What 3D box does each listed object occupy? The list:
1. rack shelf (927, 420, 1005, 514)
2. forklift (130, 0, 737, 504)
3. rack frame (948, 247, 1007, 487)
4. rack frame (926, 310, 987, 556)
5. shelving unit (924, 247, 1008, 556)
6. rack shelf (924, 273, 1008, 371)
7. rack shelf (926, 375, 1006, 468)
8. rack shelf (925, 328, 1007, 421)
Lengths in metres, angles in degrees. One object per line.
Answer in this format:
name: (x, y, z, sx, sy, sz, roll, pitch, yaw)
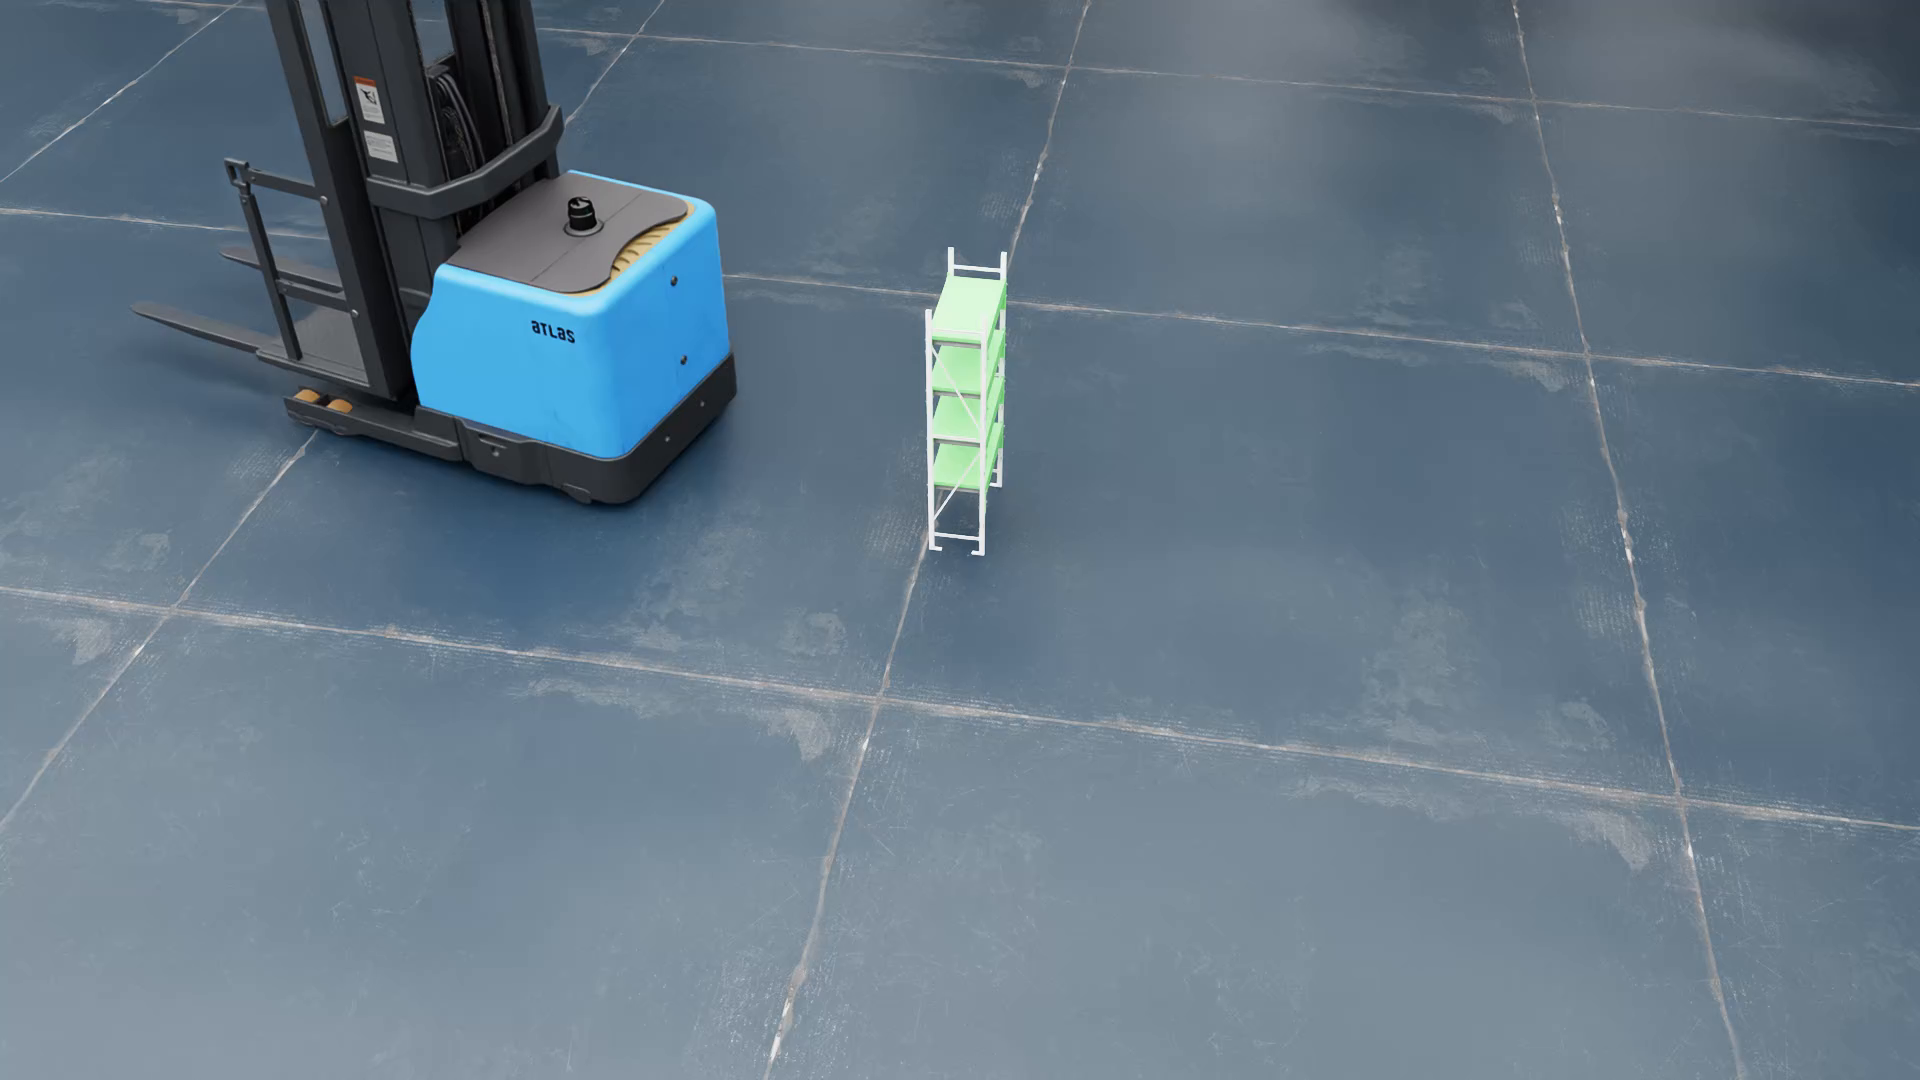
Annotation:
rack shelf: (0.029, -0.332, 7.187, 0.258, 0.148, 0.480, 6, 40, 8)
forklift: (-2.632, -1.913, 7.264, 3.031, 2.935, 1.130, 16, 42, 19)
rack frame: (0.071, -0.719, 7.179, 0.240, 1.200, 0.015, 6, 40, 8)
rack frame: (-0.014, -0.413, 6.808, 0.240, 1.200, 0.015, 6, 40, 8)
shelving unit: (0.029, -0.566, 6.993, 0.258, 1.200, 0.503, 6, 40, 8)
rack shelf: (0.029, -0.887, 6.728, 0.258, 0.148, 0.480, 6, 40, 8)
rack shelf: (0.029, -0.517, 7.034, 0.258, 0.148, 0.480, 6, 40, 8)
rack shelf: (0.029, -0.702, 6.881, 0.258, 0.148, 0.480, 6, 40, 8)
